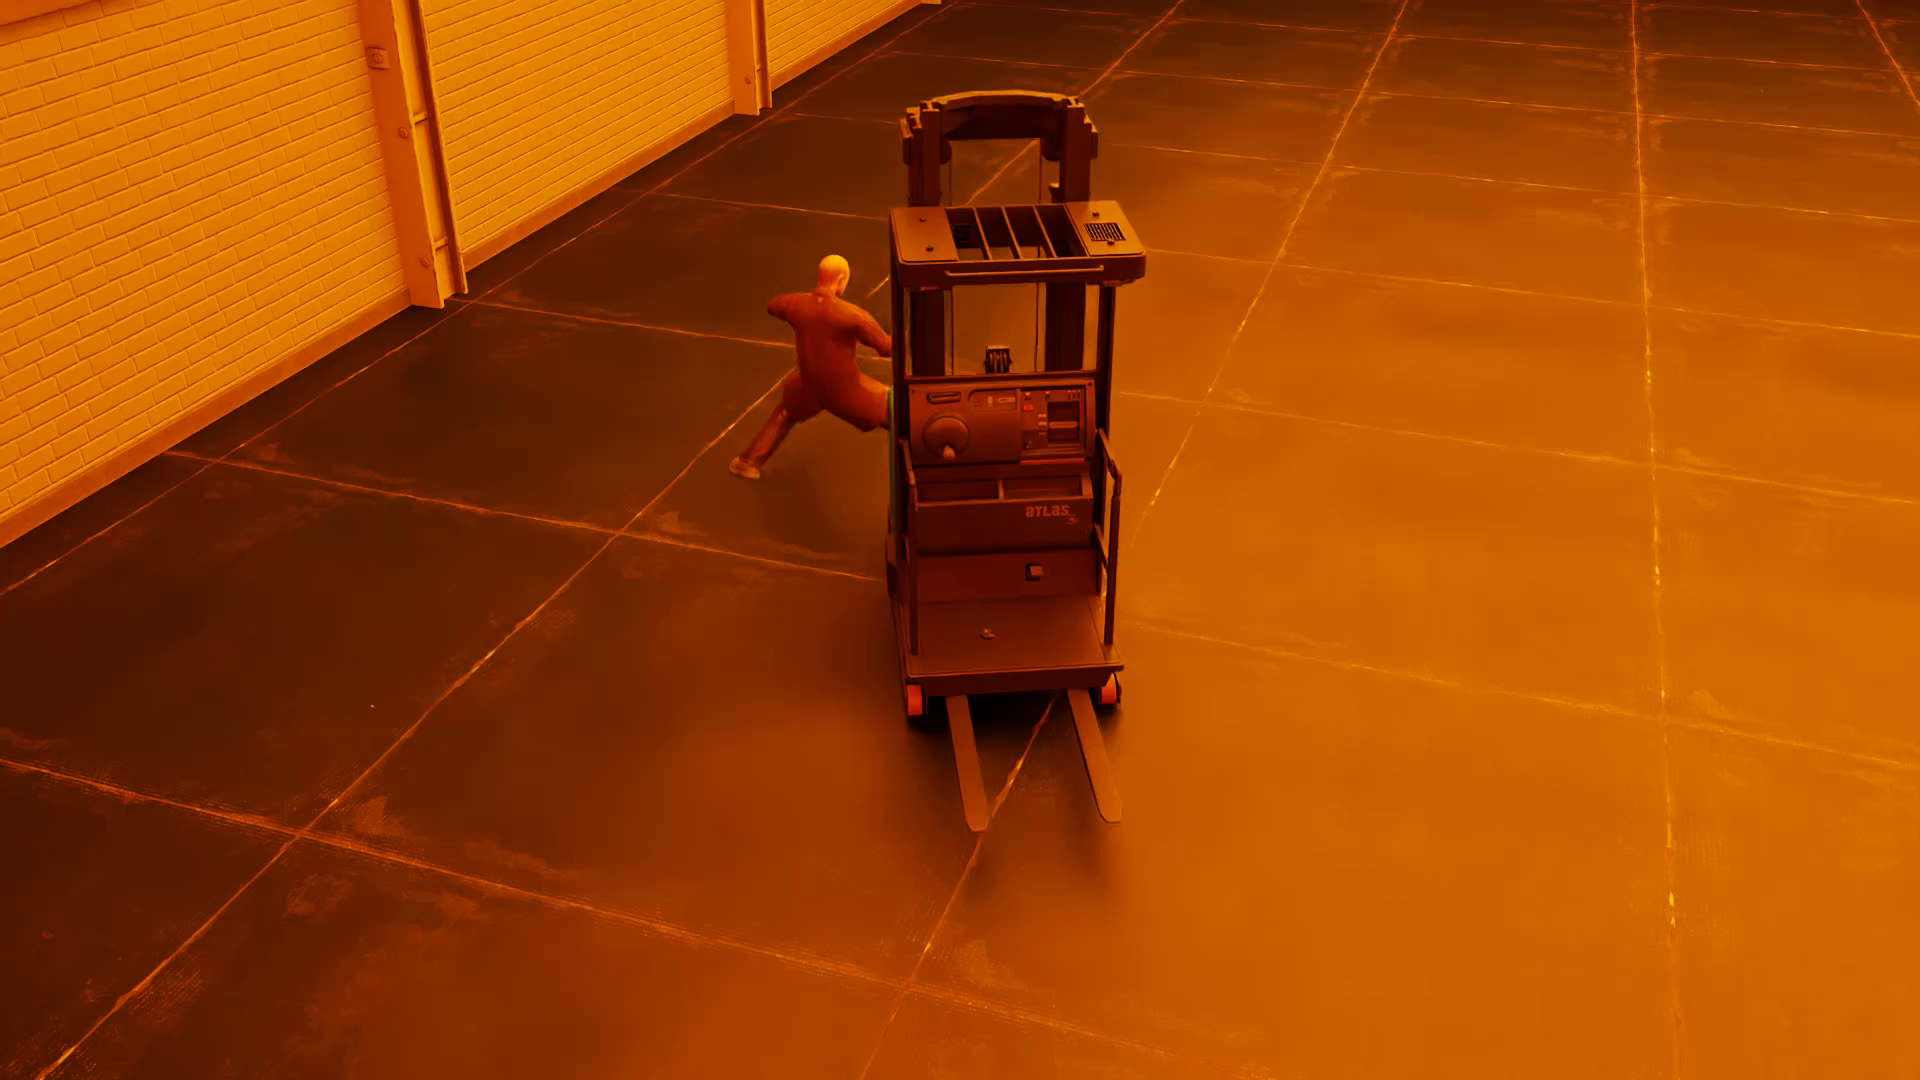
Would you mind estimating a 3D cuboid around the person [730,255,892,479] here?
[{"bbox_3d":[-0.777,-1.080,10.416,1.338,1.551,0.922,15,33,24],"label":"person"}]

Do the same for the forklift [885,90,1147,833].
[{"bbox_3d":[0.235,-0.548,8.098,1.130,2.935,3.031,-3,30,-5],"label":"forklift"}]
